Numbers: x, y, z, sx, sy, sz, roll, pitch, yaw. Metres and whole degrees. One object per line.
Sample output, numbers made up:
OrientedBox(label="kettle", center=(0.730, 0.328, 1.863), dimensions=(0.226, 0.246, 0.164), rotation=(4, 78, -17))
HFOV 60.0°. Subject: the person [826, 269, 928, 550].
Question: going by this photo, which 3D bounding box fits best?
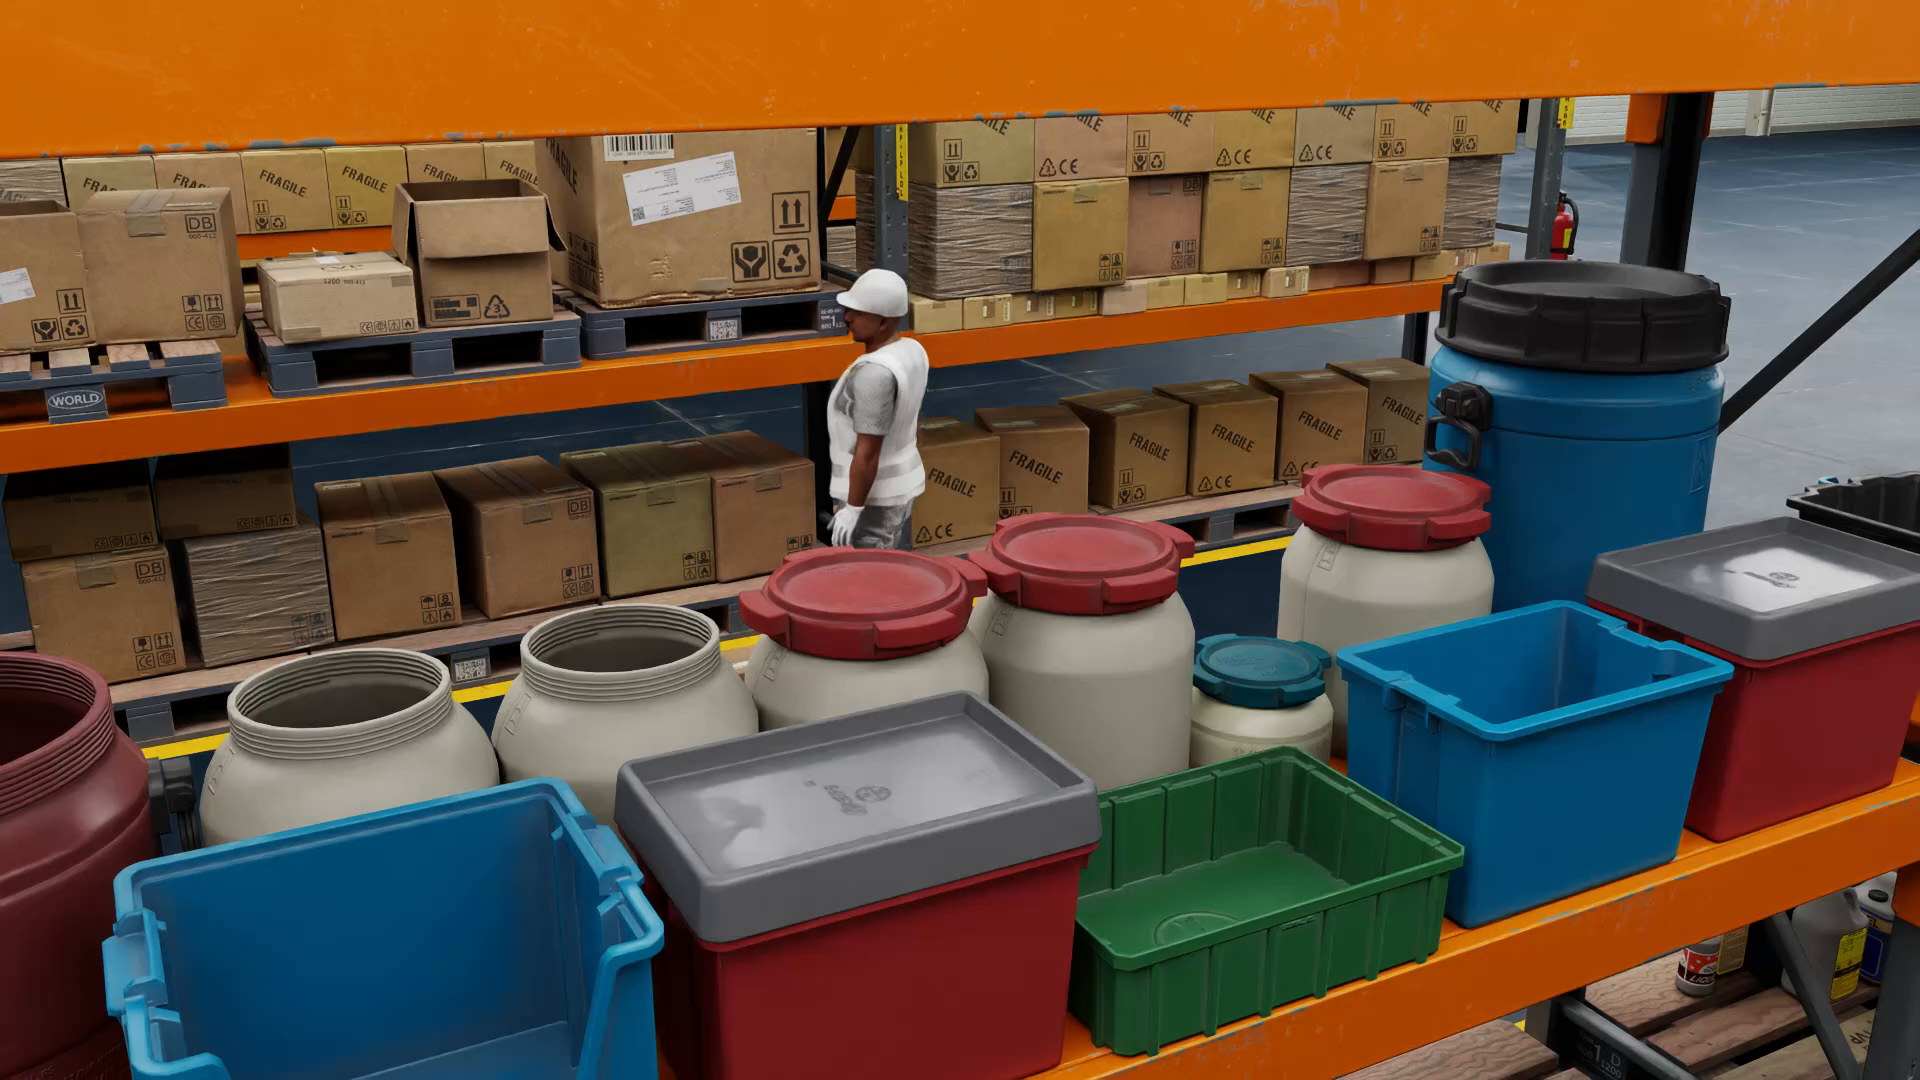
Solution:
OrientedBox(label="person", center=(-0.327, -0.175, 6.499), dimensions=(0.418, 1.783, 0.620), rotation=(6, 19, 18))
